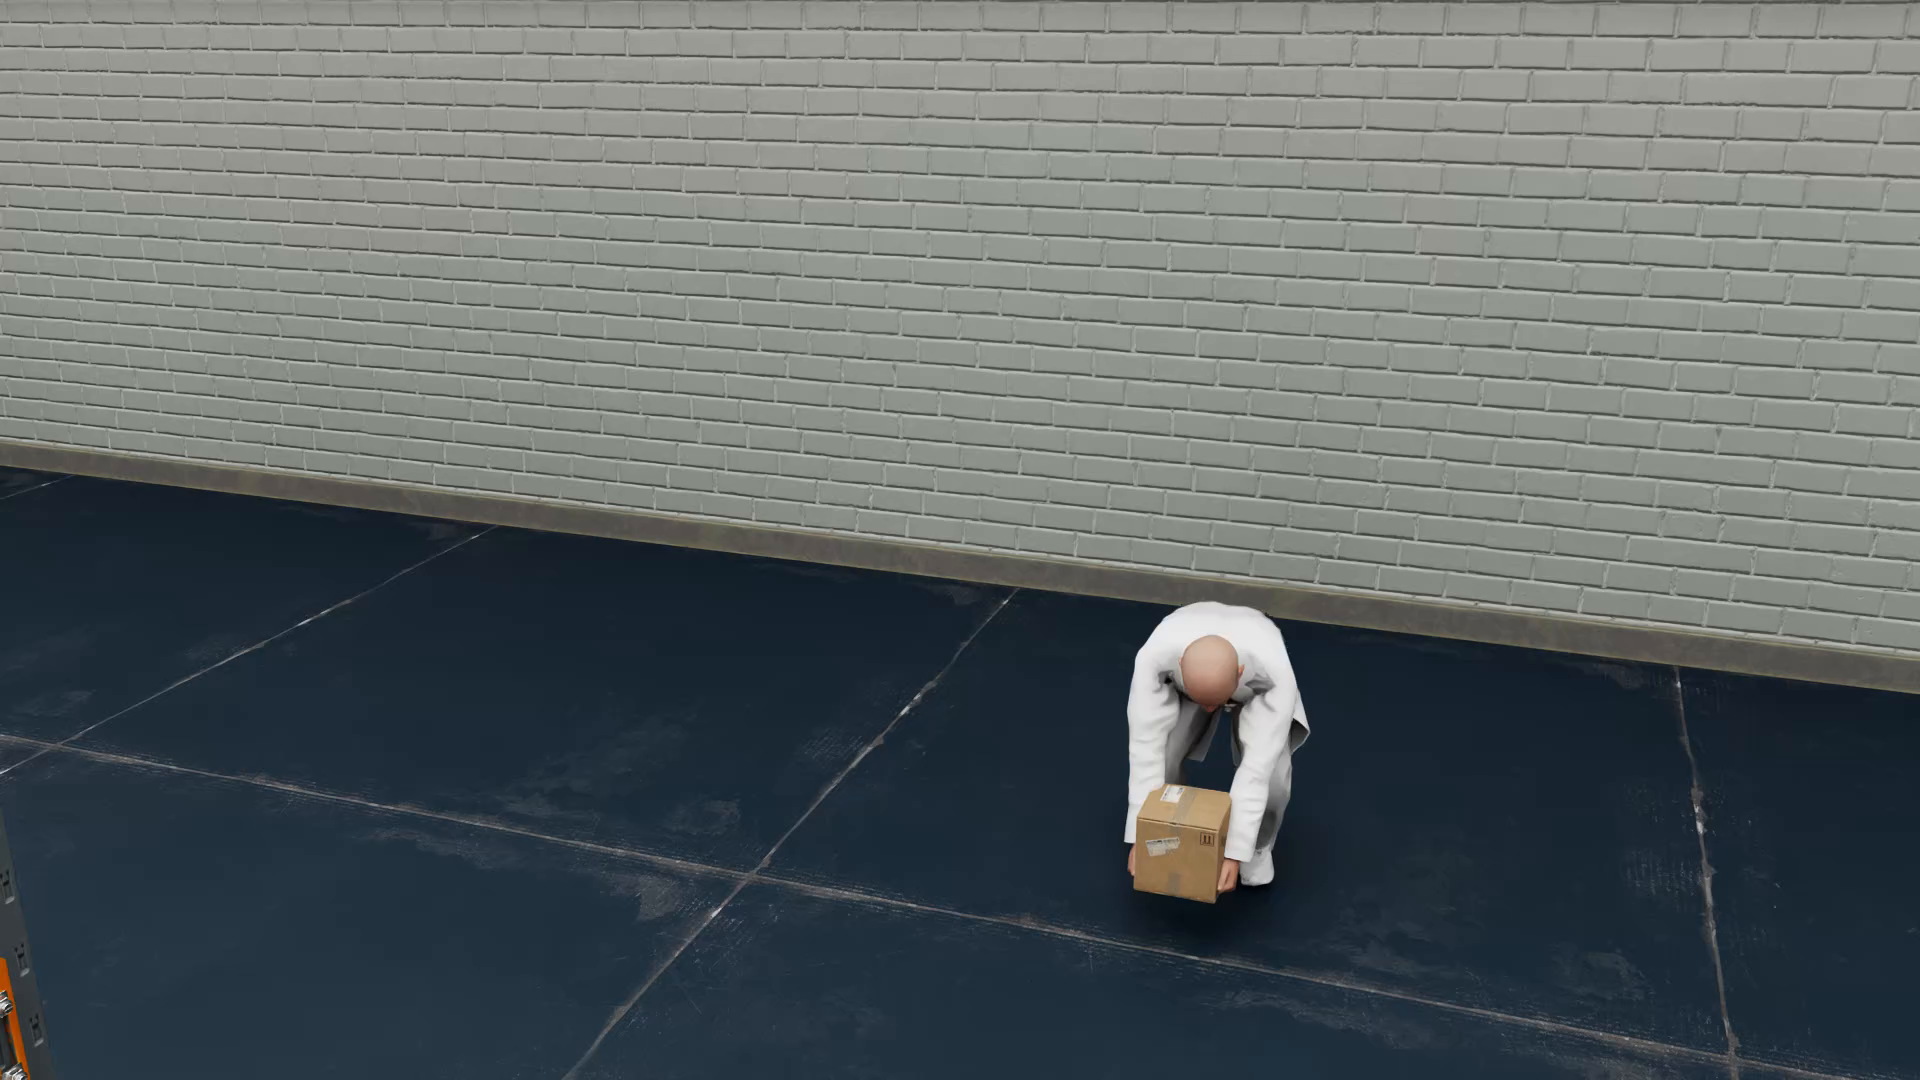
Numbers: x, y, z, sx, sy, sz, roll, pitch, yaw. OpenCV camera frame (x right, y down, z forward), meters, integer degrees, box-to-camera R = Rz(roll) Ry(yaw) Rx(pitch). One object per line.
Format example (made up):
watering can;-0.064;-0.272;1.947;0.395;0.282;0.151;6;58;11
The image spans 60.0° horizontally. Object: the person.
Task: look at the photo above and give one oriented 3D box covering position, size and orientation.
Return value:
person;0.816;0.652;5.351;0.587;1.003;0.940;6;19;16
